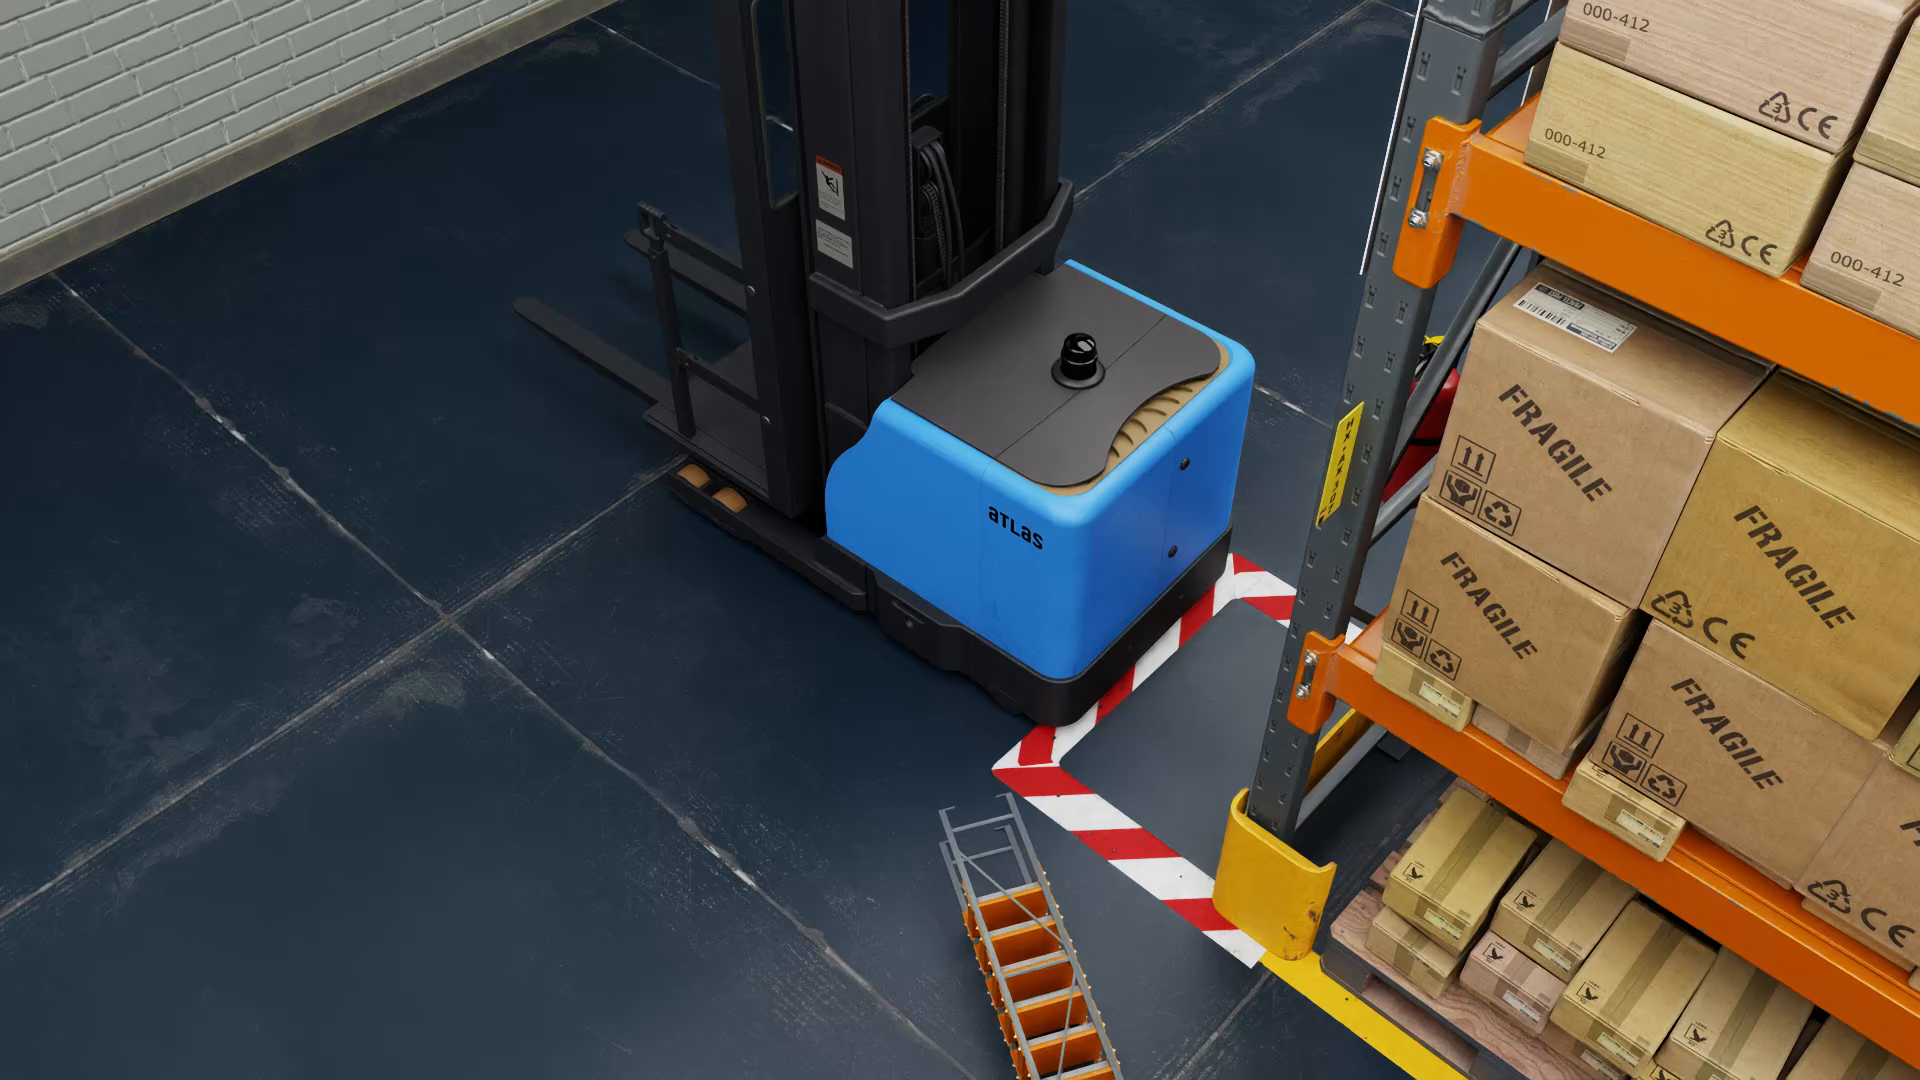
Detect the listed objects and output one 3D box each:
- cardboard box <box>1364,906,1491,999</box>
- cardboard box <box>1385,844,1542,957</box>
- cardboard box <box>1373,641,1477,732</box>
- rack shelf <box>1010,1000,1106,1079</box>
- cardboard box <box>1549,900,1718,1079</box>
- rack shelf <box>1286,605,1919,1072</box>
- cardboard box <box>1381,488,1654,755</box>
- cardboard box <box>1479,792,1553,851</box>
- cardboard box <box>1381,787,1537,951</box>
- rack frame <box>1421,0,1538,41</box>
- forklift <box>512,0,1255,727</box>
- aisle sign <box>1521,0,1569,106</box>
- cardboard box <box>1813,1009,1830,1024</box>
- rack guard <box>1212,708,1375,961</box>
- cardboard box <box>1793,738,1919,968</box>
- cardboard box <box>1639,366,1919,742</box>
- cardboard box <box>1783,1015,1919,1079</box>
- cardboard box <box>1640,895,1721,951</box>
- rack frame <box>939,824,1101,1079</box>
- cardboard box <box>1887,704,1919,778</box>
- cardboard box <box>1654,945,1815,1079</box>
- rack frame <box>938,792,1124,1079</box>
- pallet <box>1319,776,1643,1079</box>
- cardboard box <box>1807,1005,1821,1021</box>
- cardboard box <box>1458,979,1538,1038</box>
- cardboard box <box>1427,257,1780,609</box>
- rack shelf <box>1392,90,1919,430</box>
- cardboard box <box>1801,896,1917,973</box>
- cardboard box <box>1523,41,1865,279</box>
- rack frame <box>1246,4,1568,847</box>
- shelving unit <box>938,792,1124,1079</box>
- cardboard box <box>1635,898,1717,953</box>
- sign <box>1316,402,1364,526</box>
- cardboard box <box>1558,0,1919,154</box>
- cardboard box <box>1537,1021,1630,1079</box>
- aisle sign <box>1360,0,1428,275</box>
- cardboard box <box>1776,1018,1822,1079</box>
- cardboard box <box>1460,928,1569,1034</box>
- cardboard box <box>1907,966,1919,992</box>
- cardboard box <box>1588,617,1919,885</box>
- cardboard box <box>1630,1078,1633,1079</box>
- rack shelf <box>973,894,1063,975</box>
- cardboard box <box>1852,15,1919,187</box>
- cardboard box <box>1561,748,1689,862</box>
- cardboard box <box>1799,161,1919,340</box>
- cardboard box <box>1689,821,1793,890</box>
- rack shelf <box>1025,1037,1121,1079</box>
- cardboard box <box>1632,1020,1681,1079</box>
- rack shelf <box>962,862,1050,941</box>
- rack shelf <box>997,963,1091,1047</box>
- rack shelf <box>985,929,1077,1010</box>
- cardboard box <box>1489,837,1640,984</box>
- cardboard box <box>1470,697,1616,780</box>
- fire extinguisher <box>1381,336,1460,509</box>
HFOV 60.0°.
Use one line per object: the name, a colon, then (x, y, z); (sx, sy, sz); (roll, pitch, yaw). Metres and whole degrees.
cardboard box: (1.395, 1.099, 4.828); (0.250, 0.149, 0.380); (35, 56, 28)
cardboard box: (1.438, 0.963, 4.752); (0.380, 0.149, 0.250); (-36, 56, -29)
cardboard box: (1.242, 0.258, 4.123); (0.250, 0.149, 0.380); (34, 55, 27)
rack shelf: (0.278, 1.439, 4.766); (0.258, 0.180, 0.103); (-13, 48, -12)
cardboard box: (1.764, 1.171, 4.353); (0.250, 0.149, 0.380); (34, 55, 28)
rack shelf: (2.696, 1.071, 3.680); (4.000, 0.370, 1.077); (34, 55, 28)
cardboard box: (1.369, 0.070, 3.854); (0.500, 0.500, 0.500); (-36, 56, -29)
cardboard box: (1.755, 0.817, 5.093); (0.250, 0.149, 0.380); (35, 56, 28)
cardboard box: (1.381, 0.906, 4.601); (0.250, 0.149, 0.380); (32, 54, 26)
rack frame: (1.227, -2.217, 2.159); (0.127, 3.000, 1.000); (34, 55, 28)
forklift: (-0.481, -1.300, 5.460); (3.031, 2.935, 1.130); (32, 54, 26)
aisle sign: (1.377, -1.251, 3.583); (0.004, 0.787, 0.394); (34, 55, 28)
cardboard box: (2.569, 1.274, 4.664); (0.250, 0.149, 0.380); (32, 54, 26)
rack guard: (1.283, 0.729, 5.222); (0.348, 0.500, 1.175); (34, 55, 28)
cardboard box: (2.131, 0.570, 3.385); (0.500, 0.500, 0.500); (35, 56, 28)
cardboard box: (1.752, -0.032, 3.264); (0.500, 0.500, 0.500); (36, 56, 29)
cardboard box: (2.200, 1.391, 4.146); (0.250, 0.149, 0.380); (36, 56, 29)
cardboard box: (2.148, 1.066, 4.859); (0.250, 0.149, 0.380); (34, 55, 28)
rack frame: (0.221, 1.365, 4.961); (0.240, 0.006, 1.200); (-13, 48, -12)
cardboard box: (2.119, 0.237, 3.011); (0.500, 0.500, 0.500); (33, 55, 27)
cardboard box: (2.002, 1.249, 4.279); (0.250, 0.149, 0.380); (31, 54, 26)
rack frame: (0.221, 1.240, 4.828); (0.240, 0.006, 1.200); (-13, 48, -12)
pallet: (1.856, 1.249, 4.933); (1.213, 0.211, 1.003); (34, 55, 28)
cardboard box: (2.319, 1.119, 4.606); (0.250, 0.149, 0.380); (33, 55, 27)
cardboard box: (1.643, 1.184, 4.748); (0.250, 0.149, 0.380); (34, 55, 28)
cardboard box: (1.377, -0.278, 3.495); (0.500, 0.500, 0.500); (34, 55, 27)
rack shelf: (2.696, 0.045, 2.587); (4.000, 0.370, 1.077); (34, 55, 28)
cardboard box: (2.085, 0.725, 3.684); (0.250, 0.149, 0.380); (33, 55, 27)
cardboard box: (1.383, -0.780, 2.970); (0.500, 0.250, 0.500); (36, 56, 29)
rack frame: (1.227, -0.164, 4.346); (0.127, 3.000, 1.000); (34, 55, 28)
shelving unit: (0.221, 1.302, 4.894); (0.258, 0.189, 1.200); (-13, 48, -12)
cardboard box: (1.840, 1.202, 4.527); (0.250, 0.149, 0.380); (35, 56, 28)
sign: (0.859, -0.169, 3.758); (0.005, 0.325, 0.100); (34, 55, 28)
cardboard box: (1.380, -0.949, 2.786); (0.500, 0.250, 0.500); (35, 56, 28)
cardboard box: (1.830, 1.303, 4.636); (0.250, 0.149, 0.380); (35, 56, 28)
aisle sign: (0.970, -0.929, 3.282); (0.004, 0.787, 0.394); (34, 55, 28)
cardboard box: (2.215, 1.468, 4.278); (0.250, 0.149, 0.380); (31, 54, 26)
cardboard box: (1.601, 1.129, 4.596); (0.250, 0.149, 0.380); (34, 55, 28)
cardboard box: (2.247, 0.862, 3.555); (0.250, 0.149, 0.380); (33, 55, 27)
cardboard box: (1.780, 0.321, 3.618); (0.500, 0.500, 0.500); (34, 55, 28)
cardboard box: (1.943, 1.489, 4.462); (0.250, 0.149, 0.380); (35, 56, 28)
rack shelf: (0.174, 1.188, 5.002); (0.258, 0.180, 0.103); (-13, 48, -12)
cardboard box: (1.757, -0.697, 2.549); (0.500, 0.250, 0.500); (33, 55, 27)
cardboard box: (1.619, 0.523, 3.873); (0.250, 0.149, 0.380); (32, 55, 27)
cardboard box: (1.767, -0.518, 2.724); (0.500, 0.250, 0.500); (36, 56, 29)
cardboard box: (1.902, 0.578, 3.822); (0.380, 0.149, 0.250); (-36, 56, -29)
rack shelf: (0.313, 1.522, 4.688); (0.258, 0.180, 0.103); (-13, 48, -12)
cardboard box: (1.955, 1.387, 4.353); (0.250, 0.149, 0.380); (36, 56, 29)
rack shelf: (0.139, 1.104, 5.081); (0.258, 0.180, 0.103); (-13, 48, -12)
rack shelf: (0.243, 1.355, 4.845); (0.258, 0.180, 0.103); (-13, 48, -12)
rack shelf: (0.208, 1.271, 4.924); (0.258, 0.180, 0.103); (-13, 48, -12)
cardboard box: (1.666, 0.978, 4.534); (0.250, 0.149, 0.380); (35, 56, 28)
cardboard box: (1.458, 0.362, 4.025); (0.250, 0.149, 0.380); (36, 56, 29)
fire extinguisher: (1.355, -0.382, 4.859); (0.183, 0.674, 0.296); (34, 55, 28)
